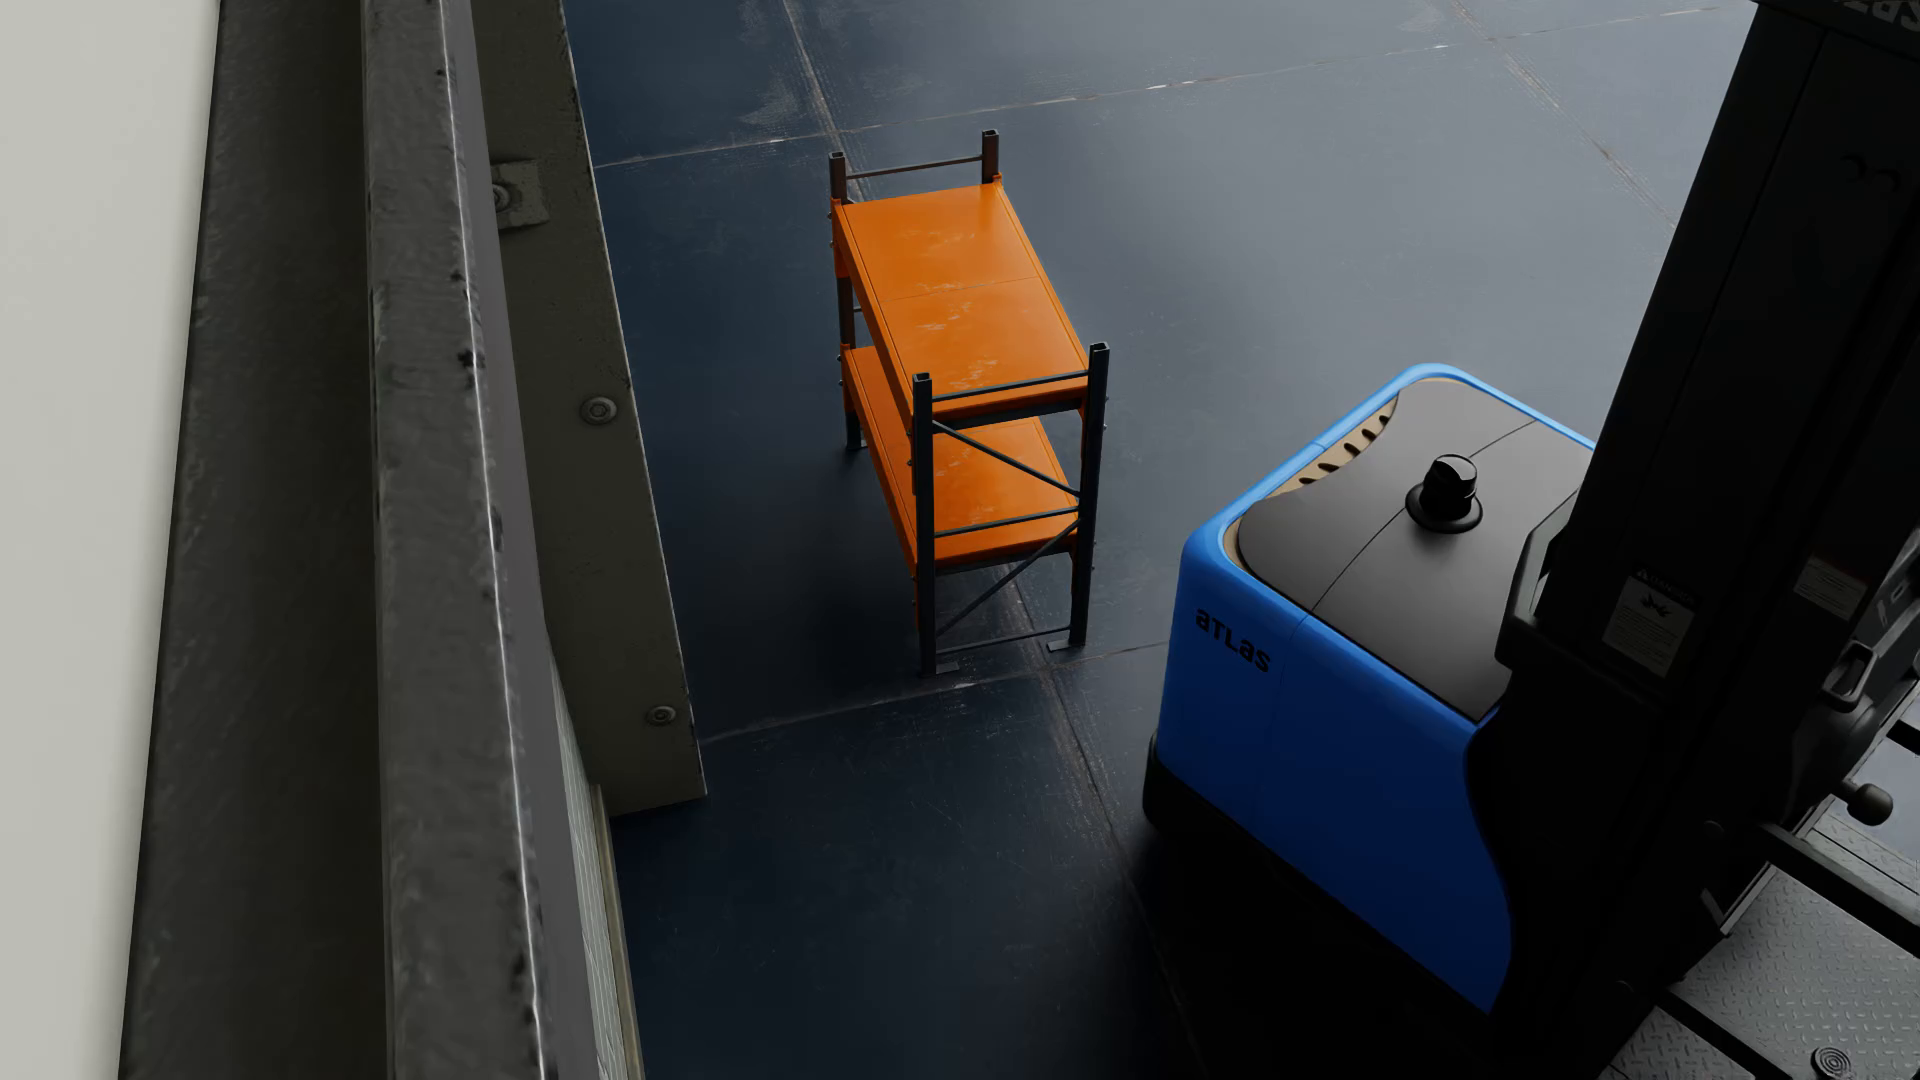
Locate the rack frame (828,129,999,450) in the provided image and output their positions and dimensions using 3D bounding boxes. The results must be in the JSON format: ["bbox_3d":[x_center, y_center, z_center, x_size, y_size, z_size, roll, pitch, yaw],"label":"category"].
[{"bbox_3d":[-0.132,-0.749,5.197,0.500,1.125,0.032,-11,47,-10],"label":"rack frame"}]

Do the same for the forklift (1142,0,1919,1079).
[{"bbox_3d":[1.876,0.245,2.958,1.130,2.935,3.031,-35,55,-29],"label":"forklift"}]

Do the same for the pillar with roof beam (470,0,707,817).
[{"bbox_3d":[3.269,-3.344,2.226,9.100,9.000,0.400,-11,47,-10],"label":"pillar with roof beam"}]

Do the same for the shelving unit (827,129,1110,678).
[{"bbox_3d":[-0.002,-0.398,4.853,0.538,1.125,1.048,-11,47,-10],"label":"shelving unit"}]

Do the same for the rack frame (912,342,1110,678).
[{"bbox_3d":[0.128,-0.047,4.509,0.500,1.125,0.032,-11,47,-10],"label":"rack frame"}]

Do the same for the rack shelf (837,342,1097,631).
[{"bbox_3d":[-0.002,-0.227,5.027,0.538,0.278,1.000,-11,47,-10],"label":"rack shelf"}]

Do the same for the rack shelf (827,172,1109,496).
[{"bbox_3d":[-0.002,-0.603,4.644,0.538,0.278,1.000,-11,47,-10],"label":"rack shelf"}]
